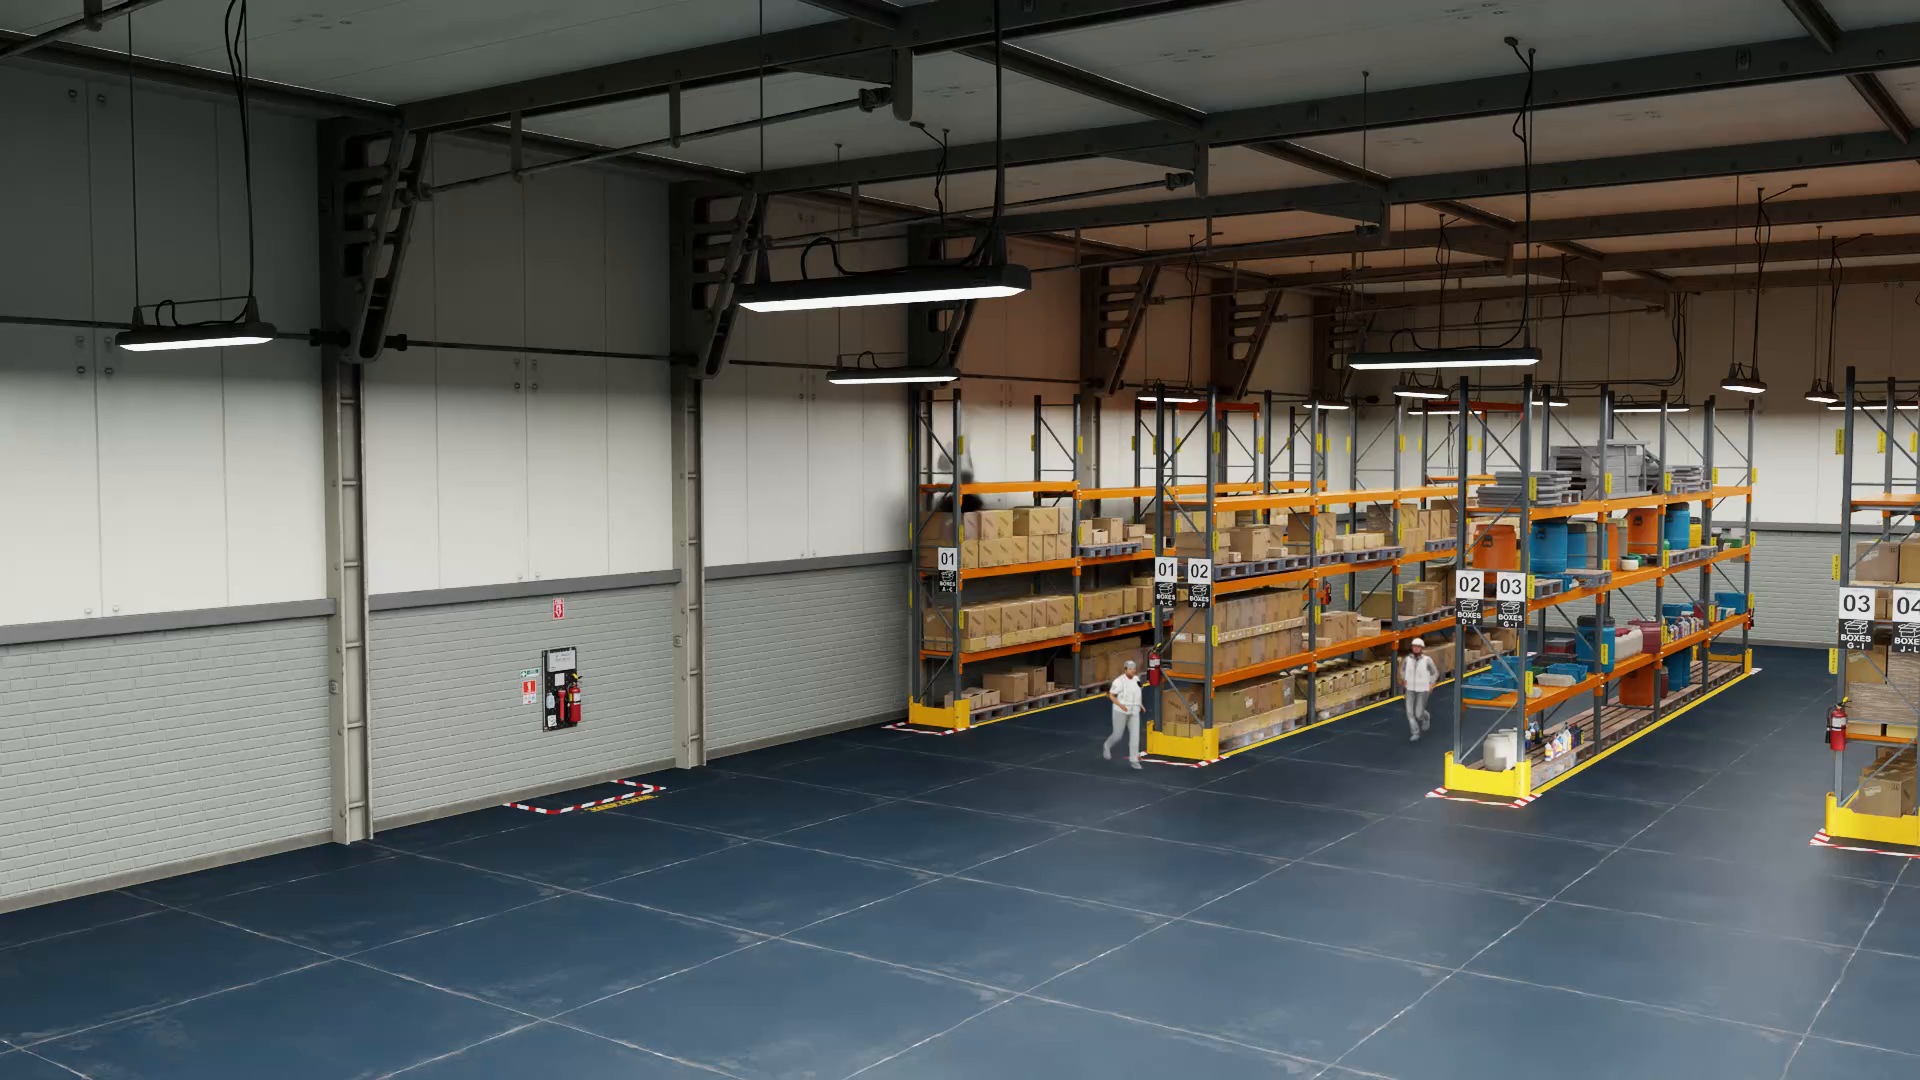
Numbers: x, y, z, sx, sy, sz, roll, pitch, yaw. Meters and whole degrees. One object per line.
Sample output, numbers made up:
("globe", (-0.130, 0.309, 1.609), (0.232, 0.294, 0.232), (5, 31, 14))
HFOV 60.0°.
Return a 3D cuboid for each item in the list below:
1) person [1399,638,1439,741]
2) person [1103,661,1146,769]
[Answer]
("person", (7.777, 2.537, 28.265), (0.661, 1.731, 0.584), (2, 4, 30))
("person", (2.604, 2.685, 25.838), (0.618, 1.639, 0.947), (-1, 4, -23))
